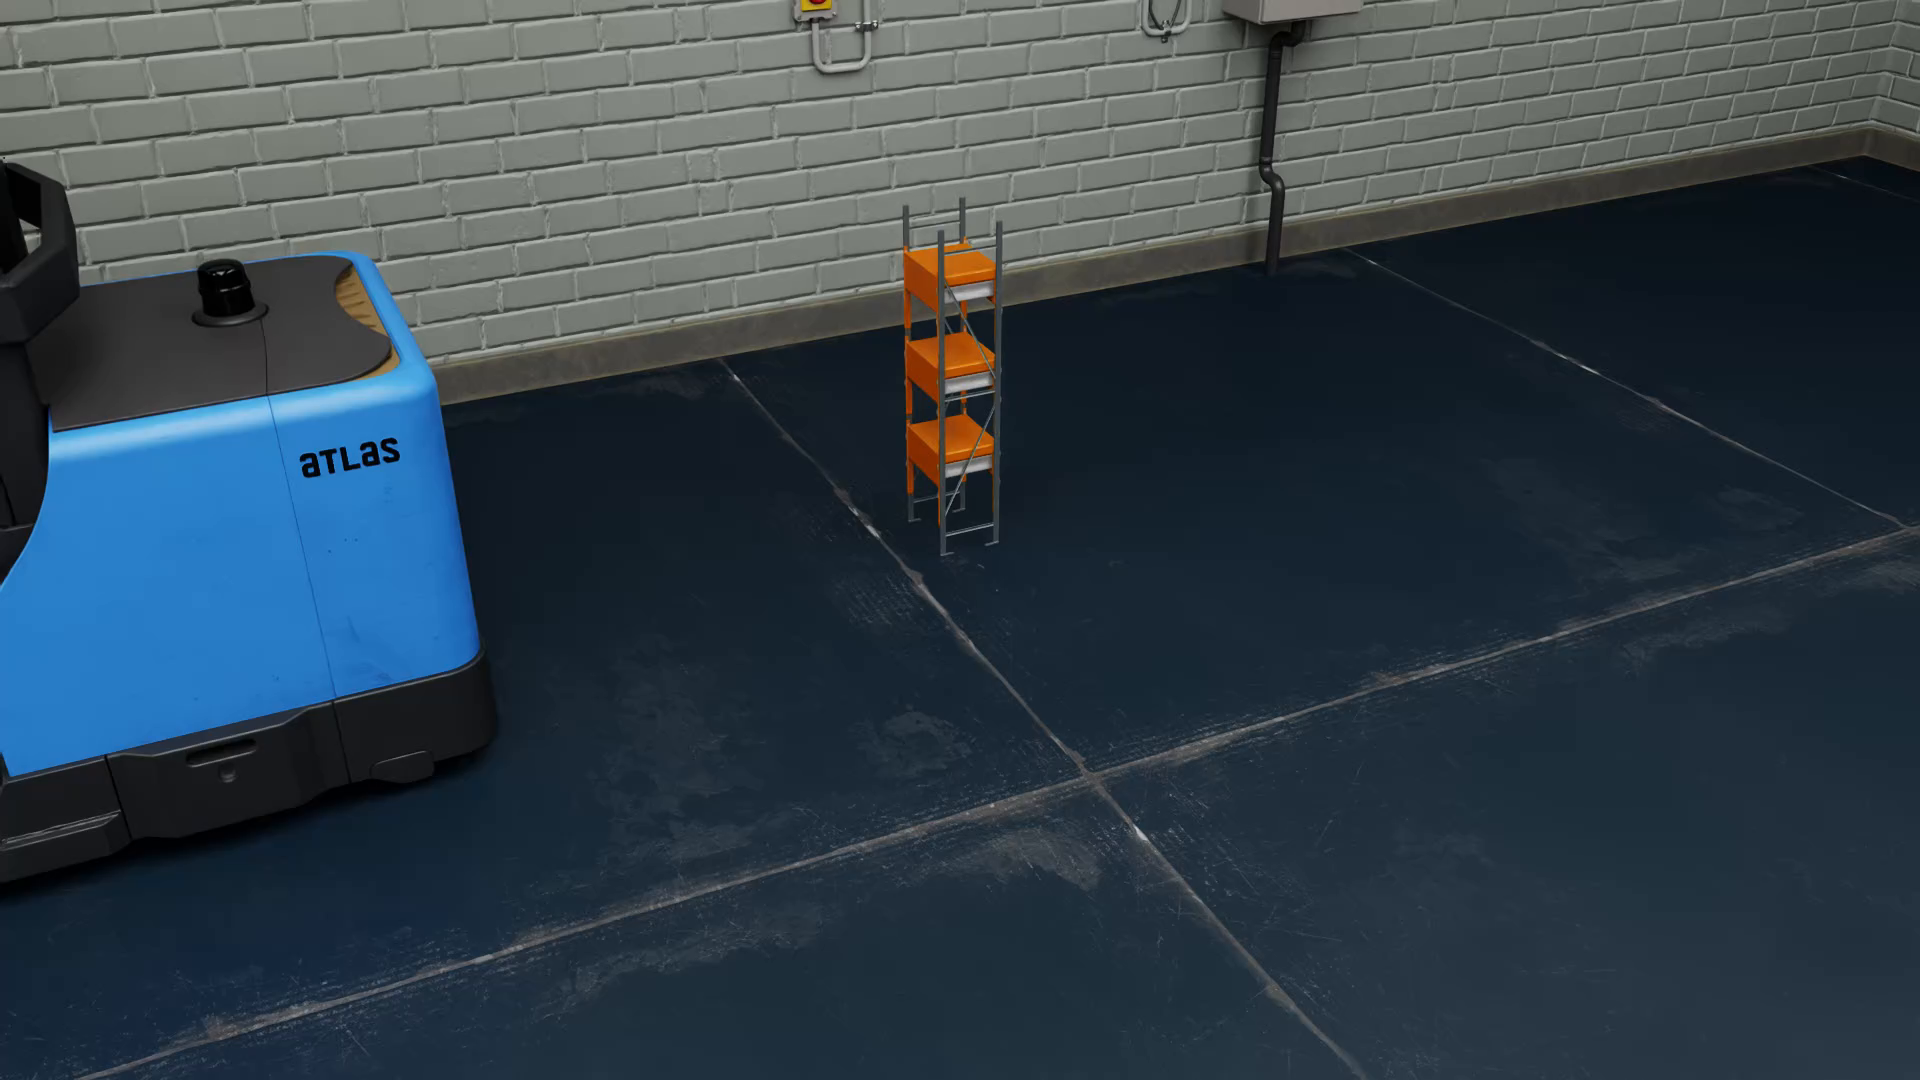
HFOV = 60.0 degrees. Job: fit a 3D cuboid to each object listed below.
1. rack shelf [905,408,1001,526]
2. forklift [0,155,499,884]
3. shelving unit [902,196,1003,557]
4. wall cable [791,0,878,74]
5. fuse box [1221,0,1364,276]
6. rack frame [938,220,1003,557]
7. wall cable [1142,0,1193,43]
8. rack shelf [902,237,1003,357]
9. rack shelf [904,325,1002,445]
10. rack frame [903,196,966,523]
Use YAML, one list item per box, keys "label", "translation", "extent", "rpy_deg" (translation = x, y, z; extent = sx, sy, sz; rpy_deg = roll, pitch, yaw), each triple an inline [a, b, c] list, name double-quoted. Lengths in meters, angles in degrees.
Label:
- label: "rack shelf"
  translation: [-0.023, -0.230, 5.177]
  extent: [0.215, 0.259, 0.240]
  rpy_deg: [-13, 32, -22]
- label: "forklift"
  translation: [-2.732, -0.609, 3.339]
  extent: [3.031, 2.935, 1.130]
  rpy_deg: [-13, 32, -23]
- label: "shelving unit"
  translation: [-0.023, -0.482, 5.035]
  extent: [0.215, 1.050, 0.252]
  rpy_deg: [-13, 32, -22]
- label: "wall cable"
  translation: [-0.551, -2.558, 5.673]
  extent: [0.585, 1.953, 0.123]
  rpy_deg: [-13, 32, -22]
- label: "fuse box"
  translation: [1.409, -1.915, 6.916]
  extent: [0.539, 1.711, 0.414]
  rpy_deg: [-13, 32, -22]
- label: "rack frame"
  translation: [0.029, -0.428, 4.939]
  extent: [0.200, 1.050, 0.008]
  rpy_deg: [-13, 32, -22]
- label: "wall cable"
  translation: [0.725, -2.847, 6.221]
  extent: [0.588, 1.984, 0.122]
  rpy_deg: [-13, 32, -22]
- label: "rack shelf"
  translation: [-0.023, -0.720, 4.902]
  extent: [0.215, 0.259, 0.240]
  rpy_deg: [-13, 32, -22]
- label: "rack shelf"
  translation: [-0.023, -0.472, 5.041]
  extent: [0.215, 0.259, 0.240]
  rpy_deg: [-13, 32, -22]
- label: "rack frame"
  translation: [-0.075, -0.535, 5.132]
  extent: [0.200, 1.050, 0.008]
  rpy_deg: [-13, 32, -22]
